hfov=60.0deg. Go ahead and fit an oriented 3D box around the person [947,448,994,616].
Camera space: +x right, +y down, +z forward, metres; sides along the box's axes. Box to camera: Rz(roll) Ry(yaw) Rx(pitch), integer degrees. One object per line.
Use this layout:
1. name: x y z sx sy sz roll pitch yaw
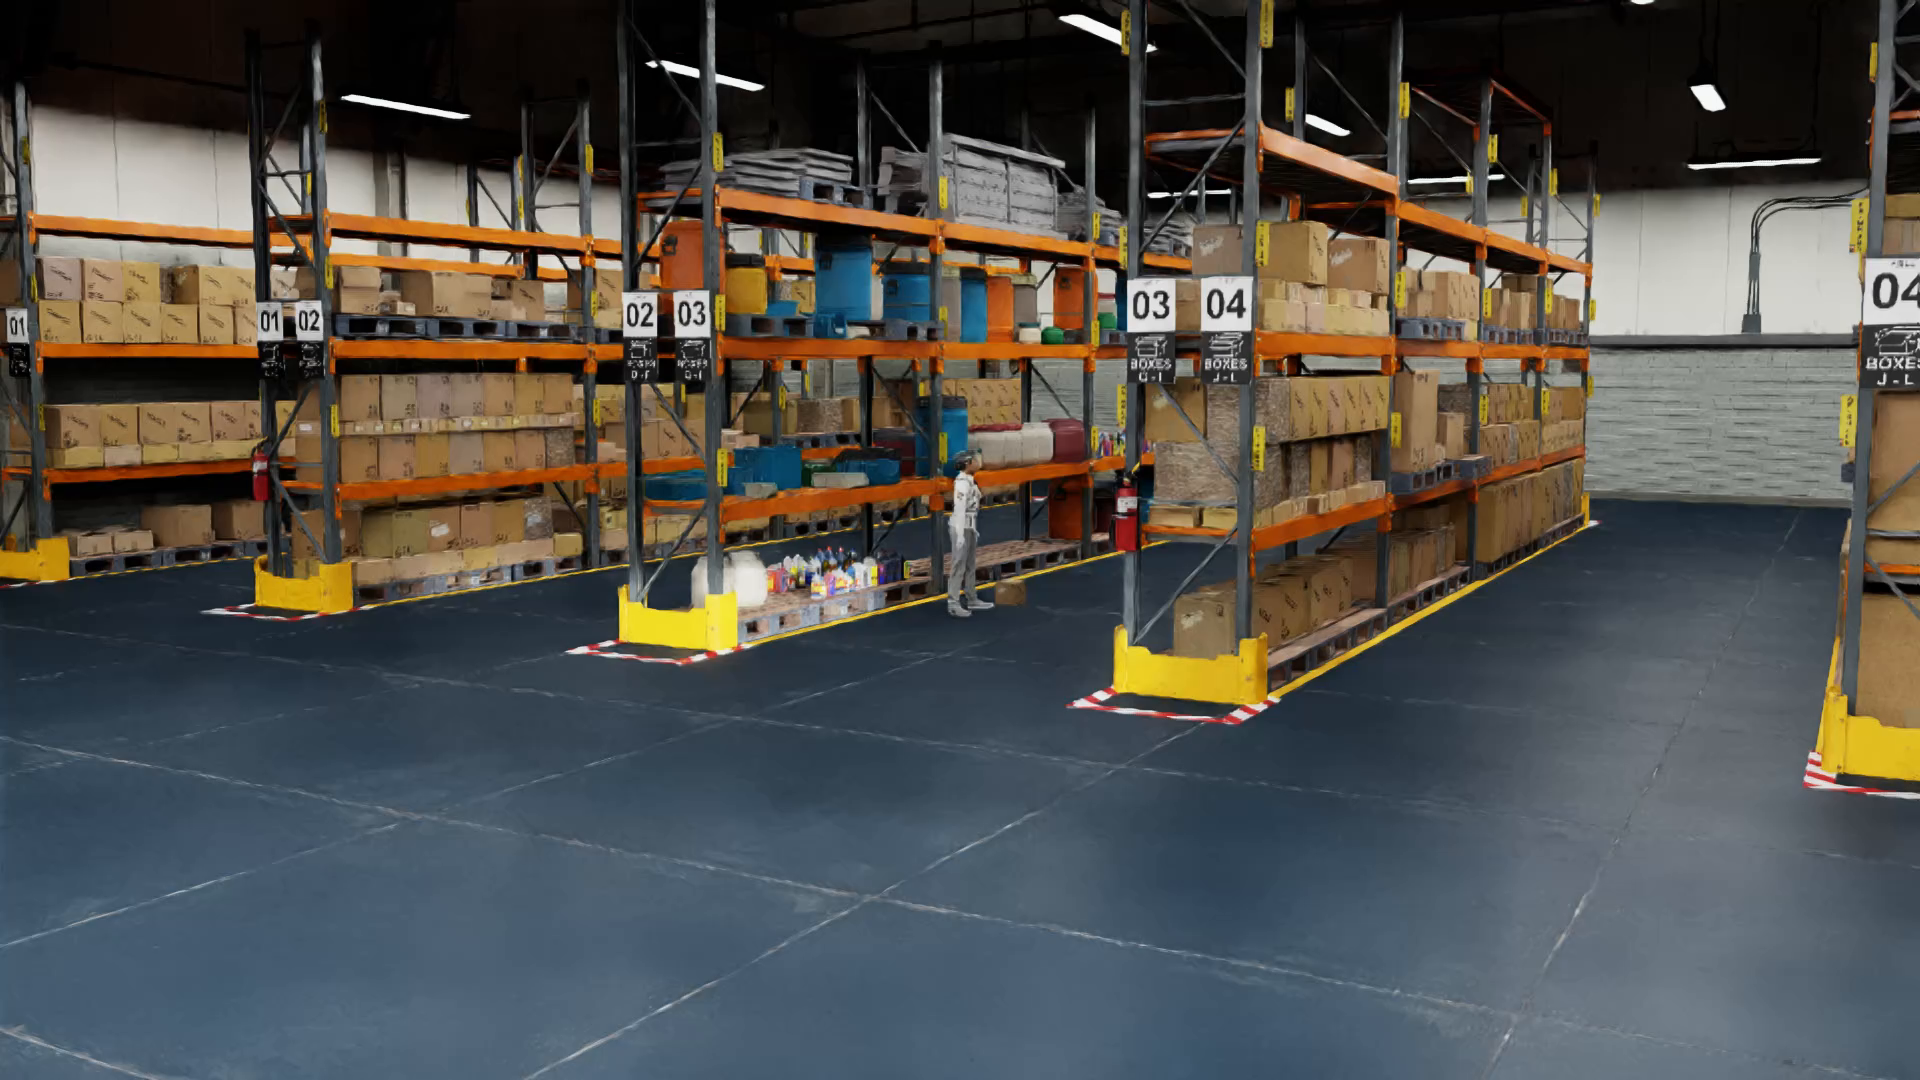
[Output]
1. person: 0.108 -0.089 16.928 0.474 1.685 0.545 1 6 5
